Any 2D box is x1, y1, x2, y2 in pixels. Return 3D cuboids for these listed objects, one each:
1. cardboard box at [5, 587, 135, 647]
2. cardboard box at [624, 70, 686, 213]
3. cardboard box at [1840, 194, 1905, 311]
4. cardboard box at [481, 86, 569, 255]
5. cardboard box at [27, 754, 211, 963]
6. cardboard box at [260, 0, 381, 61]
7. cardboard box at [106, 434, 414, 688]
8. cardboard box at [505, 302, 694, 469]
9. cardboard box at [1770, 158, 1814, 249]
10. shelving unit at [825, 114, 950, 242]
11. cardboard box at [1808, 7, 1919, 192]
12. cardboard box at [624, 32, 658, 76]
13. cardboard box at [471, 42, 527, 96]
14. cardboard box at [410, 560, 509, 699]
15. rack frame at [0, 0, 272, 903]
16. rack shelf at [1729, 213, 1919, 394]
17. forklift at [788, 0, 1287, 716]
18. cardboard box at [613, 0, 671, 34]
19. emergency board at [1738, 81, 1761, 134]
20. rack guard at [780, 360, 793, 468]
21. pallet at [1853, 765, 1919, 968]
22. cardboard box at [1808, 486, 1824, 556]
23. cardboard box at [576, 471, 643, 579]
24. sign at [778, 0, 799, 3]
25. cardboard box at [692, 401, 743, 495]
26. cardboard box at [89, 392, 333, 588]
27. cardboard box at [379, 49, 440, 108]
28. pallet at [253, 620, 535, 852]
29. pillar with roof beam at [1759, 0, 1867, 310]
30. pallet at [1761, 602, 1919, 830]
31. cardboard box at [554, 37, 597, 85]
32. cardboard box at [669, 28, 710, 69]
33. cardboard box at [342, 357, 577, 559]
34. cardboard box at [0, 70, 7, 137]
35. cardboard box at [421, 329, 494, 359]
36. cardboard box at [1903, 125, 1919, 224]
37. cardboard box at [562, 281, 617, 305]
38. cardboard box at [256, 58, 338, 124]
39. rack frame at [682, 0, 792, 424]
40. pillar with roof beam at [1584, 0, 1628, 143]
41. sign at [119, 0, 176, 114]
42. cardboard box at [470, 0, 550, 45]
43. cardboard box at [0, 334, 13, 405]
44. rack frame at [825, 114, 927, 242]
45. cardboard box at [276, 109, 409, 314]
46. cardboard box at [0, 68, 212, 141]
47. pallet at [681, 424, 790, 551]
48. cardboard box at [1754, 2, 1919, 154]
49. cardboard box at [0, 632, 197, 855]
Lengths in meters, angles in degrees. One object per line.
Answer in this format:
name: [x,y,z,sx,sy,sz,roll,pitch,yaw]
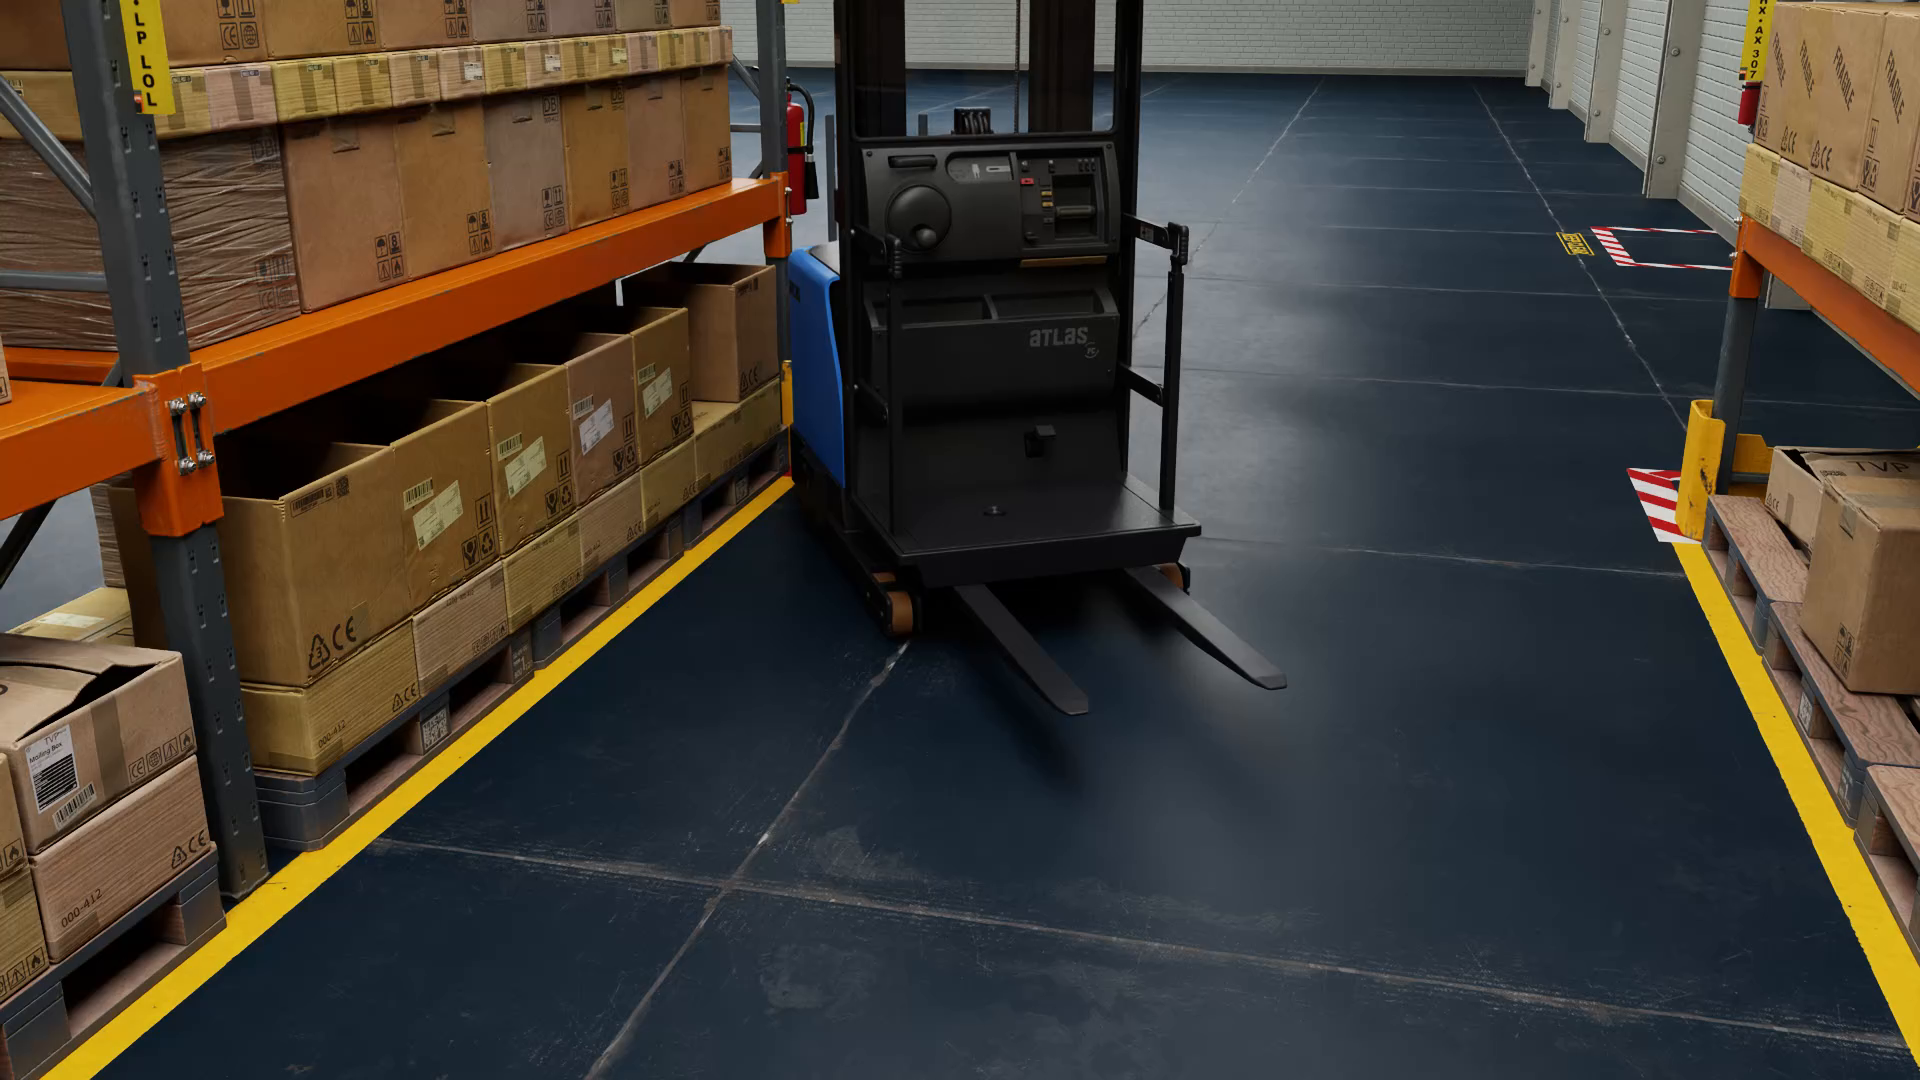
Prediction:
cardboard box: [-2.336,0.352,4.620,0.500,0.250,0.500,5,19,13]
cardboard box: [-1.510,-1.578,6.513,0.700,0.500,0.500,5,20,15]
cardboard box: [2.749,-0.781,4.533,0.500,0.250,0.500,5,19,14]
cardboard box: [-1.762,-1.258,5.575,0.700,0.500,0.500,5,20,15]
cardboard box: [-2.057,0.668,3.696,0.500,0.250,0.500,4,19,13]
cardboard box: [-2.012,-1.547,4.414,0.700,0.500,0.500,5,19,13]
cardboard box: [-1.820,0.039,4.376,0.500,0.500,0.500,5,19,13]
cardboard box: [-1.332,-0.588,6.211,0.500,0.500,0.500,5,19,13]
cardboard box: [3.005,-1.098,5.463,0.500,0.250,0.500,4,19,12]
shelving unit: [-0.347,-1.211,7.914,0.587,1.500,1.083,-2,19,-7]
cardboard box: [2.874,-1.303,4.903,0.500,0.500,0.500,4,19,12]
cardboard box: [-1.357,-1.820,6.217,0.380,0.149,0.250,5,19,14]
cardboard box: [-1.609,-1.497,5.270,0.380,0.149,0.250,4,19,13]
cardboard box: [-1.703,0.237,4.957,0.500,0.250,0.500,5,19,13]
rack frame: [-2.237,-0.588,3.767,1.000,3.000,0.127,5,19,13]
rack shelf: [3.056,-0.484,4.577,1.077,0.370,4.000,5,19,13]
forklift: [0.181,-1.194,5.648,1.130,2.935,3.031,-6,20,-16]
cardboard box: [-1.522,-2.175,6.254,0.700,0.500,0.500,4,19,12]
emergency board: [6.319,-3.816,13.218,0.194,1.169,0.643,5,19,13]
rack guard: [-1.254,-0.666,7.864,1.175,0.500,0.348,5,19,13]
pallet: [2.697,0.909,3.701,1.003,0.211,1.213,5,19,13]
cardboard box: [3.149,0.001,5.522,0.500,0.311,0.500,6,20,18]
cardboard box: [-1.459,-0.076,5.875,0.500,0.250,0.500,5,19,13]
sign: [-0.737,-2.454,7.074,0.100,0.325,0.005,5,19,13]
cardboard box: [-1.215,-0.390,6.792,0.500,0.250,0.500,5,19,13]
cardboard box: [-2.202,-0.158,4.955,0.500,0.500,0.500,5,19,13]
cardboard box: [-1.735,-1.331,4.786,0.380,0.149,0.250,4,19,12]
pallet: [-2.002,0.486,4.938,1.003,0.211,1.213,5,19,13]
pillar with roof beam: [1.504,-6.223,10.985,9.100,9.000,0.400,5,19,13]
pallet: [2.993,0.525,4.824,1.003,0.211,1.213,5,19,13]
cardboard box: [-1.483,-1.655,5.734,0.380,0.149,0.250,5,20,15]
cardboard box: [-1.231,-1.979,6.682,0.380,0.149,0.250,5,20,15]
cardboard box: [-1.576,-0.274,5.293,0.500,0.500,0.500,5,19,13]
cardboard box: [-2.378,-1.044,3.945,0.380,0.149,0.250,5,19,13]
cardboard box: [-1.976,-0.473,5.877,0.500,0.500,0.500,5,19,13]
cardboard box: [2.633,-0.977,3.949,0.500,0.500,0.500,4,19,12]
cardboard box: [-1.727,-0.786,6.793,0.500,0.500,0.500,5,19,13]
cardboard box: [-1.861,-1.171,4.316,0.380,0.149,0.250,4,19,12]
rack frame: [-1.260,-1.841,7.438,1.000,3.000,0.127,5,19,13]
pillar with roof beam: [4.436,-9.984,21.997,9.100,9.000,0.400,5,19,13]
sign: [-1.708,-1.058,3.476,0.100,0.325,0.005,5,19,13]
cardboard box: [-1.767,-1.860,5.332,0.700,0.500,0.500,5,19,13]
cardboard box: [-2.315,-0.359,3.330,0.500,0.250,0.500,6,20,17]
rack frame: [-0.411,-1.377,8.400,0.500,1.500,0.032,-2,19,-7]
cardboard box: [-2.012,-0.940,4.645,0.700,0.500,0.500,4,19,13]
cardboard box: [-1.984,-1.011,3.848,0.380,0.149,0.250,5,19,13]
pallet: [-1.406,-0.279,7.177,1.003,0.211,1.213,5,19,13]
cardboard box: [3.137,-1.619,5.827,0.500,0.500,0.500,5,19,13]
cardboard box: [-2.058,0.399,3.615,0.500,0.311,0.500,5,19,13]
